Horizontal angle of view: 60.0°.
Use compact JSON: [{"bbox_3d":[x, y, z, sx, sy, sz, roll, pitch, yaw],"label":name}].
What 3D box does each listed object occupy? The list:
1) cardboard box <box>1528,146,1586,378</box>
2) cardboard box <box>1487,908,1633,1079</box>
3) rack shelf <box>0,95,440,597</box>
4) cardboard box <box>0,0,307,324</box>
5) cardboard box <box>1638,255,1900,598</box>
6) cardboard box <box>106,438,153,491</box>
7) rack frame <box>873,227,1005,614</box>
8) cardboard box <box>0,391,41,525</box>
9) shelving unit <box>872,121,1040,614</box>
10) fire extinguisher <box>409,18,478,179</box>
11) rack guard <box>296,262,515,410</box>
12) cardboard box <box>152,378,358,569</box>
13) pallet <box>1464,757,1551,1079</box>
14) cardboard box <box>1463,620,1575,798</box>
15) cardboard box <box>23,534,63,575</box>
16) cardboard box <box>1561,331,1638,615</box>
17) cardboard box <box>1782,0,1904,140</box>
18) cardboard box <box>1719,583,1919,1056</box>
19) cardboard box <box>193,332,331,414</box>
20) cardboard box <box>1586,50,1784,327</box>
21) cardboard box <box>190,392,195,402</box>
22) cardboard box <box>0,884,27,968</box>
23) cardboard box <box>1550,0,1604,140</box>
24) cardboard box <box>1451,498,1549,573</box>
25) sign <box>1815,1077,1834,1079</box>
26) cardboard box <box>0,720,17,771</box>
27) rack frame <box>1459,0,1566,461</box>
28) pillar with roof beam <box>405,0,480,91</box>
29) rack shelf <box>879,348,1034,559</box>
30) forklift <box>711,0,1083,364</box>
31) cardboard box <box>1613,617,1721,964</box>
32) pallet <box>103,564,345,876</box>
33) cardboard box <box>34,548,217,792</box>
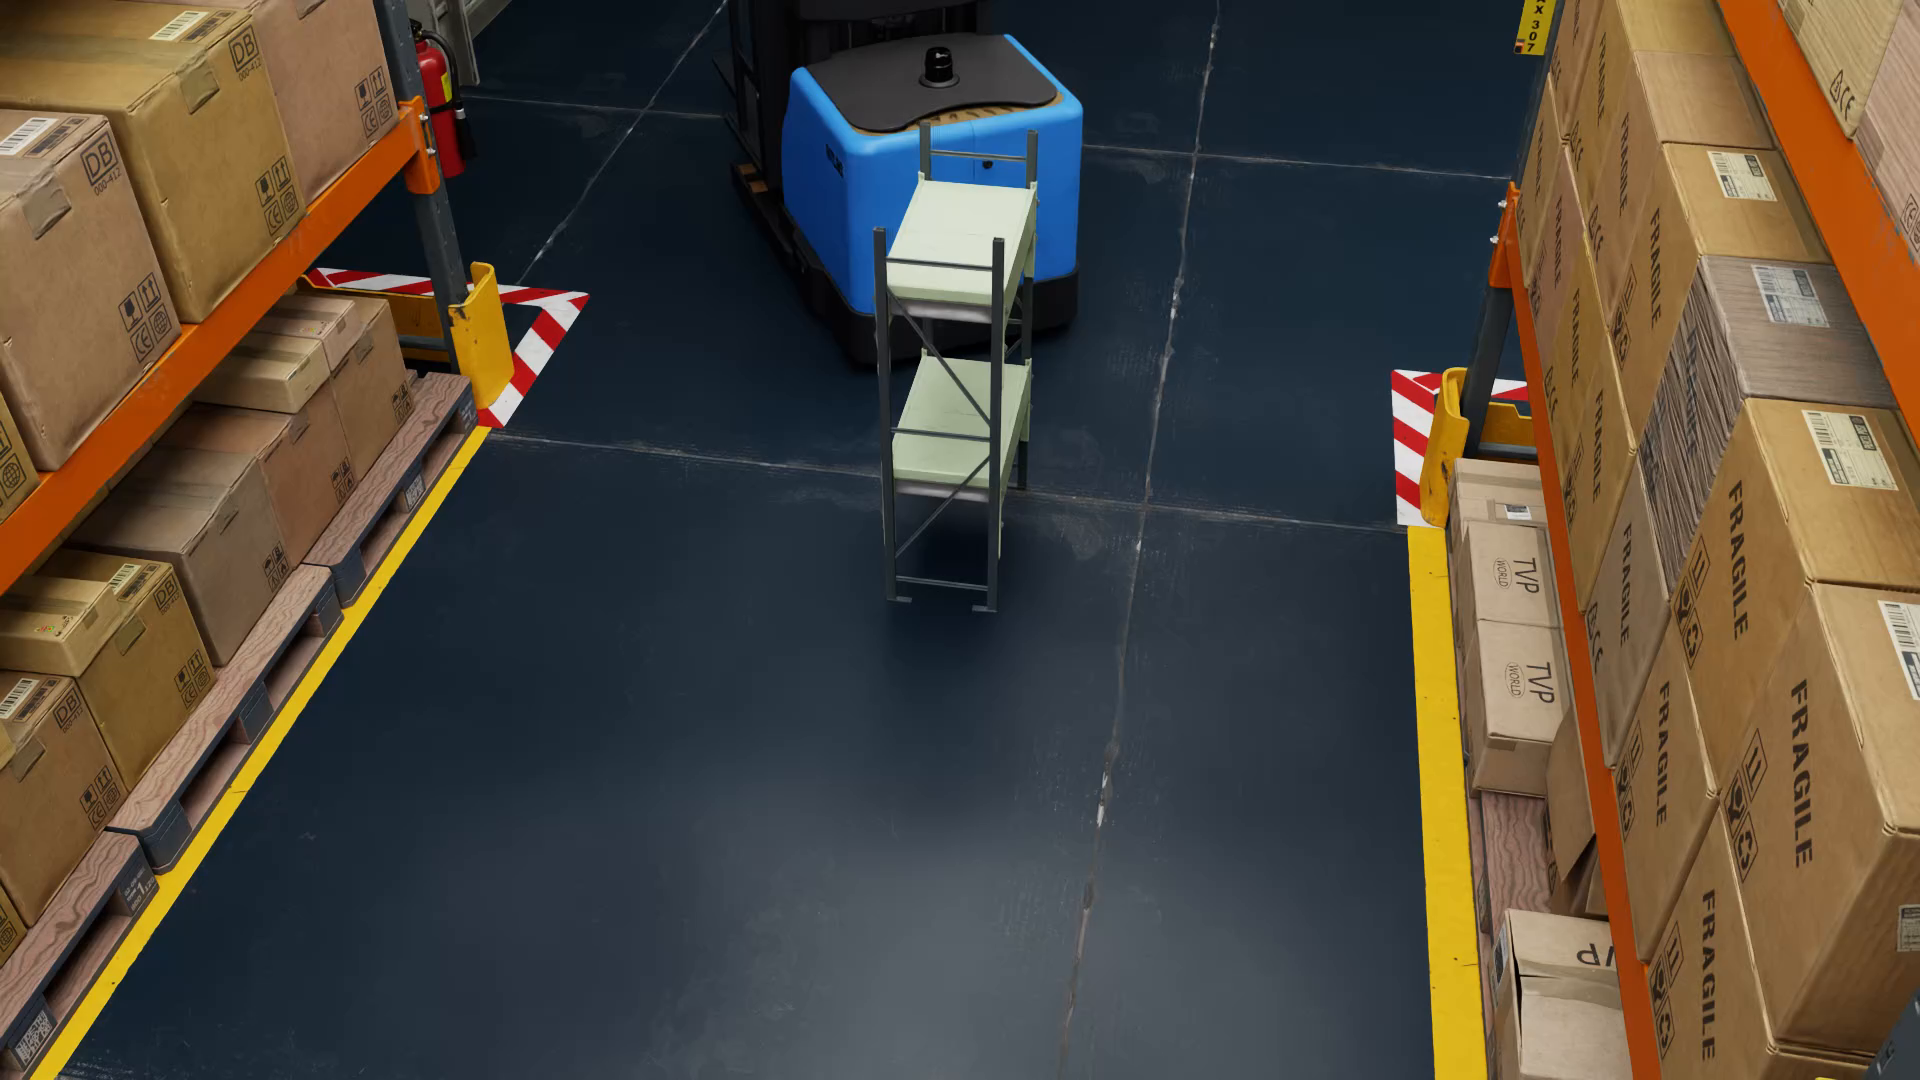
[{"bbox_3d":[1.954,-0.766,4.744,0.500,0.500,0.500,6,40,7],"label":"cardboard box"},{"bbox_3d":[1.631,1.216,4.190,0.500,0.311,0.500,6,40,8],"label":"cardboard box"},{"bbox_3d":[-2.852,-0.313,4.839,1.077,0.370,4.000,6,40,8],"label":"rack shelf"},{"bbox_3d":[-2.699,-1.182,5.090,0.980,0.700,0.700,6,40,7],"label":"cardboard box"},{"bbox_3d":[1.688,-0.199,3.274,0.500,0.500,0.500,7,40,8],"label":"cardboard box"},{"bbox_3d":[-2.877,-0.309,5.393,0.380,0.149,0.250,7,40,8],"label":"cardboard box"},{"bbox_3d":[-0.064,-0.344,5.489,0.400,1.500,0.023,6,40,8],"label":"rack frame"},{"bbox_3d":[-2.956,-0.247,3.959,0.980,0.700,0.700,5,40,7],"label":"cardboard box"},{"bbox_3d":[-0.001,-0.574,5.767,0.431,1.500,0.755,6,40,8],"label":"shelving unit"},{"bbox_3d":[-2.025,-1.716,6.325,0.296,0.674,0.183,6,40,8],"label":"fire extinguisher"},{"bbox_3d":[-2.501,-0.897,6.943,1.175,0.500,0.348,6,40,8],"label":"rack guard"},{"bbox_3d":[-2.615,-0.280,5.866,0.700,0.500,0.500,6,40,8],"label":"cardboard box"},{"bbox_3d":[2.011,1.085,4.773,1.003,0.211,1.213,6,40,8],"label":"pallet"},{"bbox_3d":[1.828,0.526,5.072,0.500,0.250,0.500,6,40,8],"label":"cardboard box"},{"bbox_3d":[-2.965,0.011,5.006,0.380,0.149,0.250,6,40,7],"label":"cardboard box"},{"bbox_3d":[1.776,-0.138,3.985,0.500,0.500,0.500,7,40,8],"label":"cardboard box"},{"bbox_3d":[1.679,-0.851,2.689,0.500,0.250,0.500,6,40,8],"label":"cardboard box"},{"bbox_3d":[1.514,0.439,2.502,0.500,0.500,0.500,7,40,8],"label":"cardboard box"},{"bbox_3d":[-2.414,-0.582,5.724,0.380,0.149,0.250,7,40,9],"label":"cardboard box"},{"bbox_3d":[1.863,-0.834,4.041,0.500,0.500,0.500,7,40,8],"label":"cardboard box"},{"bbox_3d":[-2.790,-0.626,5.776,0.380,0.149,0.250,6,40,8],"label":"cardboard box"},{"bbox_3d":[-2.967,1.008,4.309,0.700,0.500,0.500,7,40,8],"label":"cardboard box"},{"bbox_3d":[2.038,-1.476,4.818,0.500,0.500,0.500,8,40,9],"label":"cardboard box"},{"bbox_3d":[1.920,0.003,5.771,0.380,0.166,0.250,6,40,8],"label":"cardboard box"},{"bbox_3d":[1.146,0.820,2.225,0.100,0.325,0.005,6,40,8],"label":"sign"},{"bbox_3d":[-2.728,0.564,4.337,0.380,0.149,0.250,8,40,9],"label":"cardboard box"},{"bbox_3d":[2.374,-1.302,5.470,1.000,3.000,0.127,6,40,8],"label":"rack frame"},{"bbox_3d":[1.350,-5.473,5.807,9.100,9.000,0.400,6,40,8],"label":"pillar with roof beam"},{"bbox_3d":[-0.001,-0.323,5.975,0.431,0.370,0.720,6,40,8],"label":"rack shelf"},{"bbox_3d":[-0.496,-2.816,7.356,1.130,2.935,3.031,-14,42,-16],"label":"forklift"},{"bbox_3d":[1.604,0.504,3.207,0.500,0.500,0.500,7,40,9],"label":"cardboard box"},{"bbox_3d":[-2.780,0.503,5.476,1.003,0.211,1.213,6,40,8],"label":"pallet"},{"bbox_3d":[-2.786,0.372,5.079,0.700,0.500,0.500,7,40,9],"label":"cardboard box"}]
